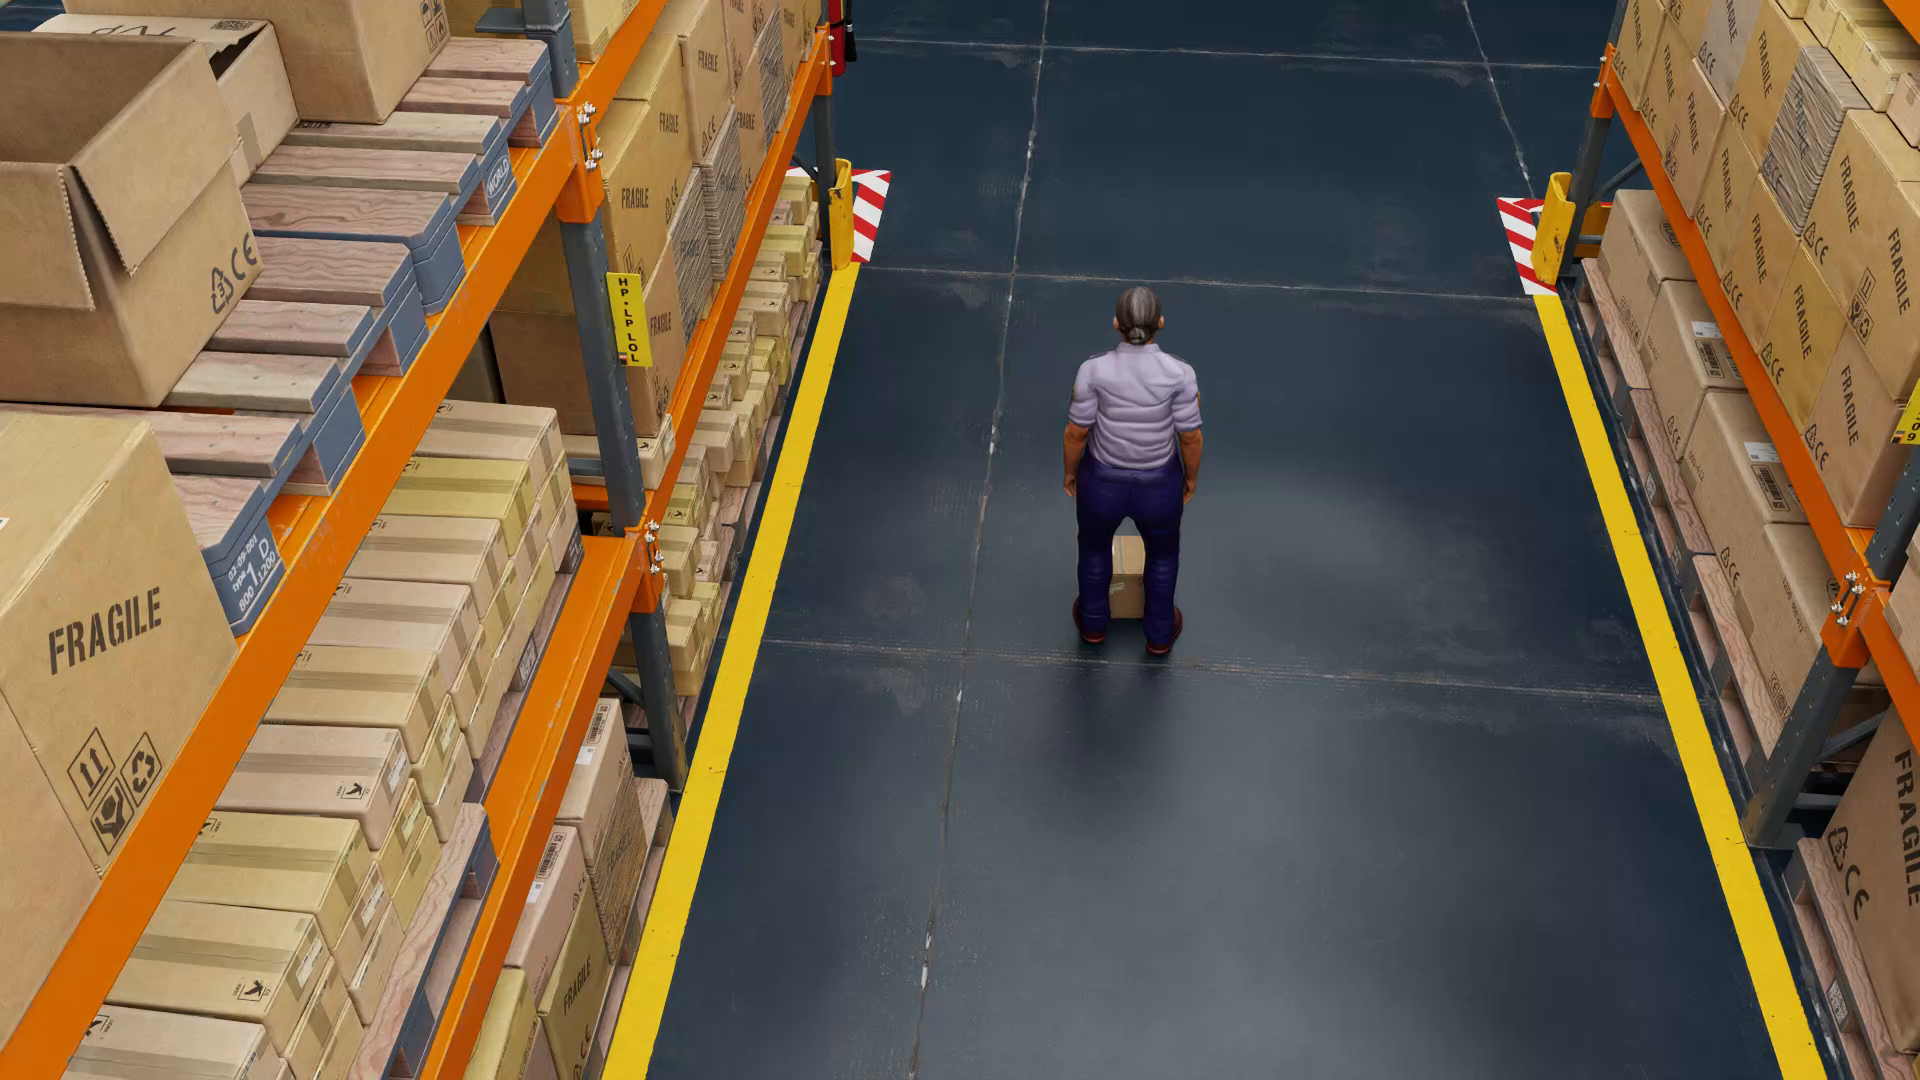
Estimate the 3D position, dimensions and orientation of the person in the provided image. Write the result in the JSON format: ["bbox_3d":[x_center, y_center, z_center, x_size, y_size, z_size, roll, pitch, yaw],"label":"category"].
[{"bbox_3d":[0.664,-0.238,6.443,0.538,1.652,0.414,3,40,4],"label":"person"}]
